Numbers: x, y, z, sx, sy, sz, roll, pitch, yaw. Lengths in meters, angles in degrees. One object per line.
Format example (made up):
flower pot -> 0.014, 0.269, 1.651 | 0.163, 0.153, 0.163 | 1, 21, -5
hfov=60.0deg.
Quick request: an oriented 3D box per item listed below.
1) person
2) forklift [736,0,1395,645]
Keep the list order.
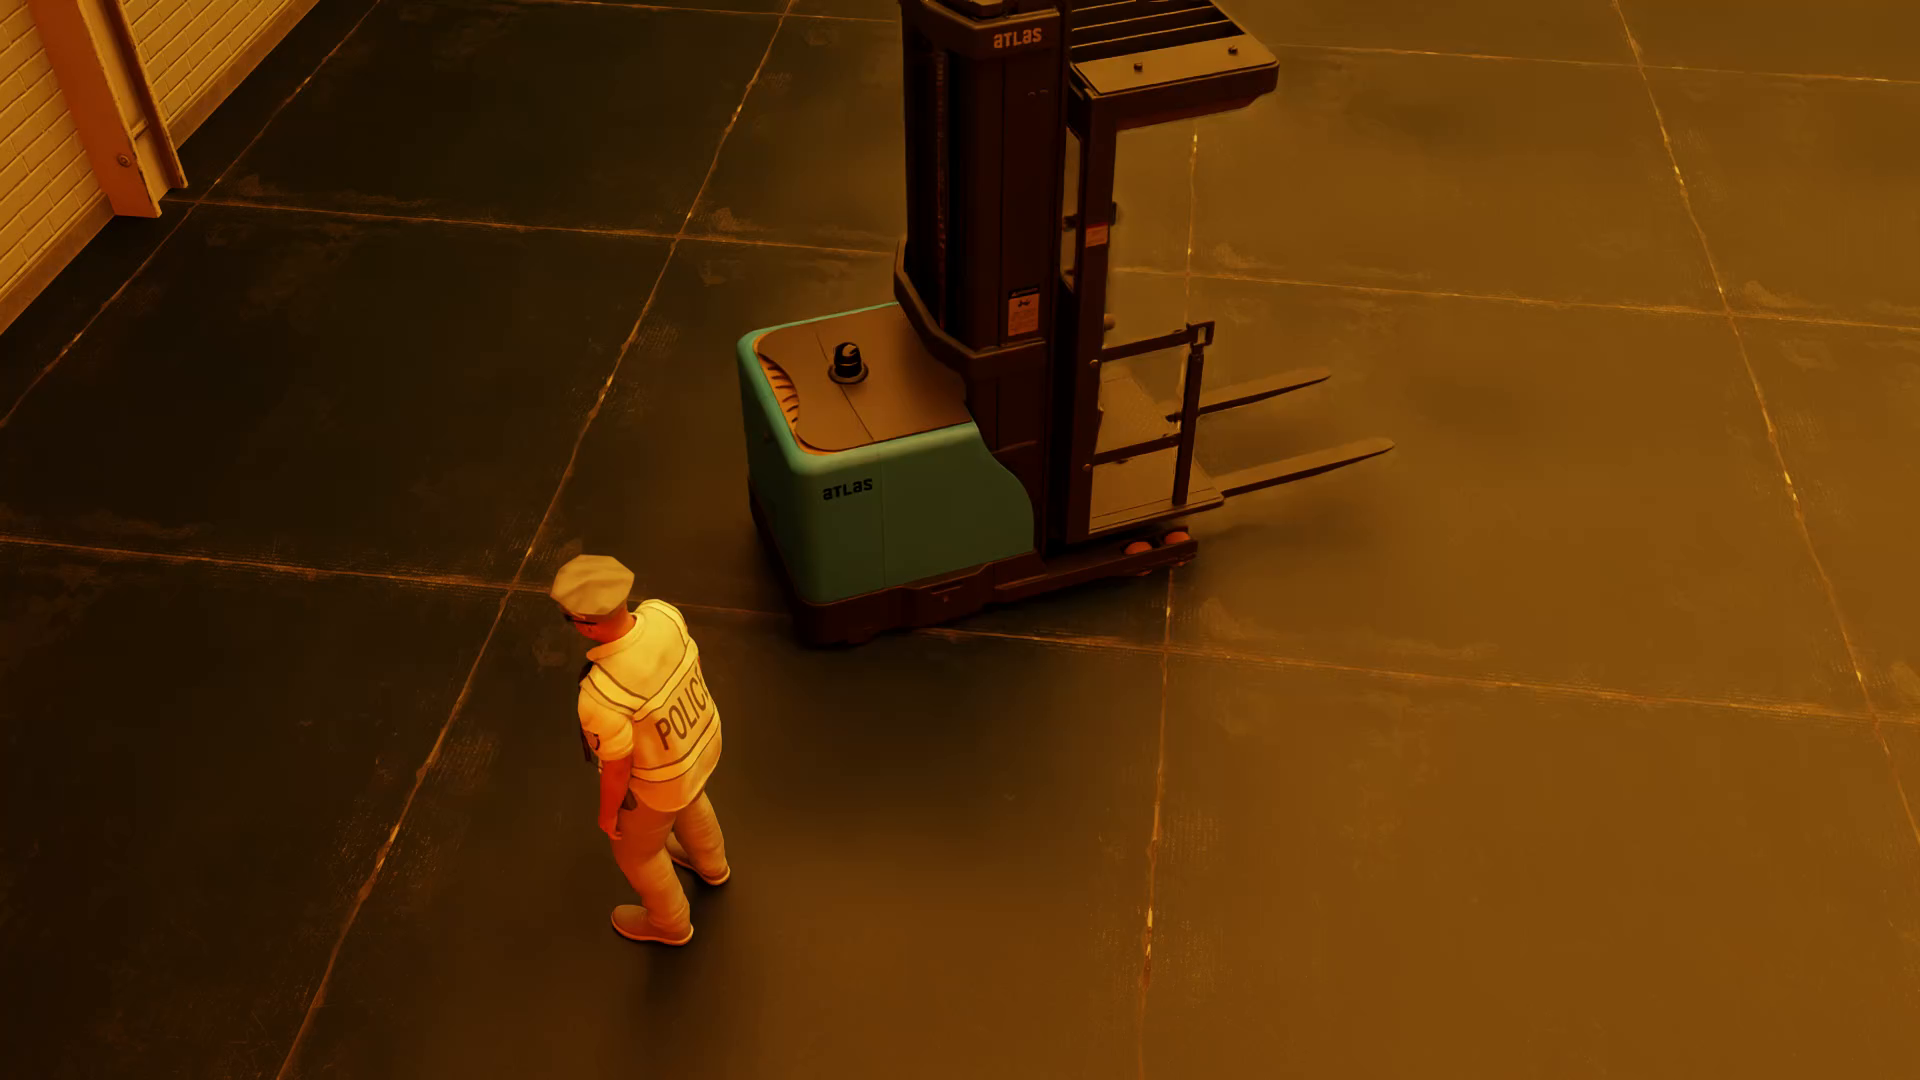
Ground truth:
person -> -1.062, 0.761, 5.770 | 0.439, 1.746, 0.592 | 17, 45, 17
forklift -> 0.574, -1.233, 7.066 | 3.031, 2.935, 1.130 | -14, 44, -15
